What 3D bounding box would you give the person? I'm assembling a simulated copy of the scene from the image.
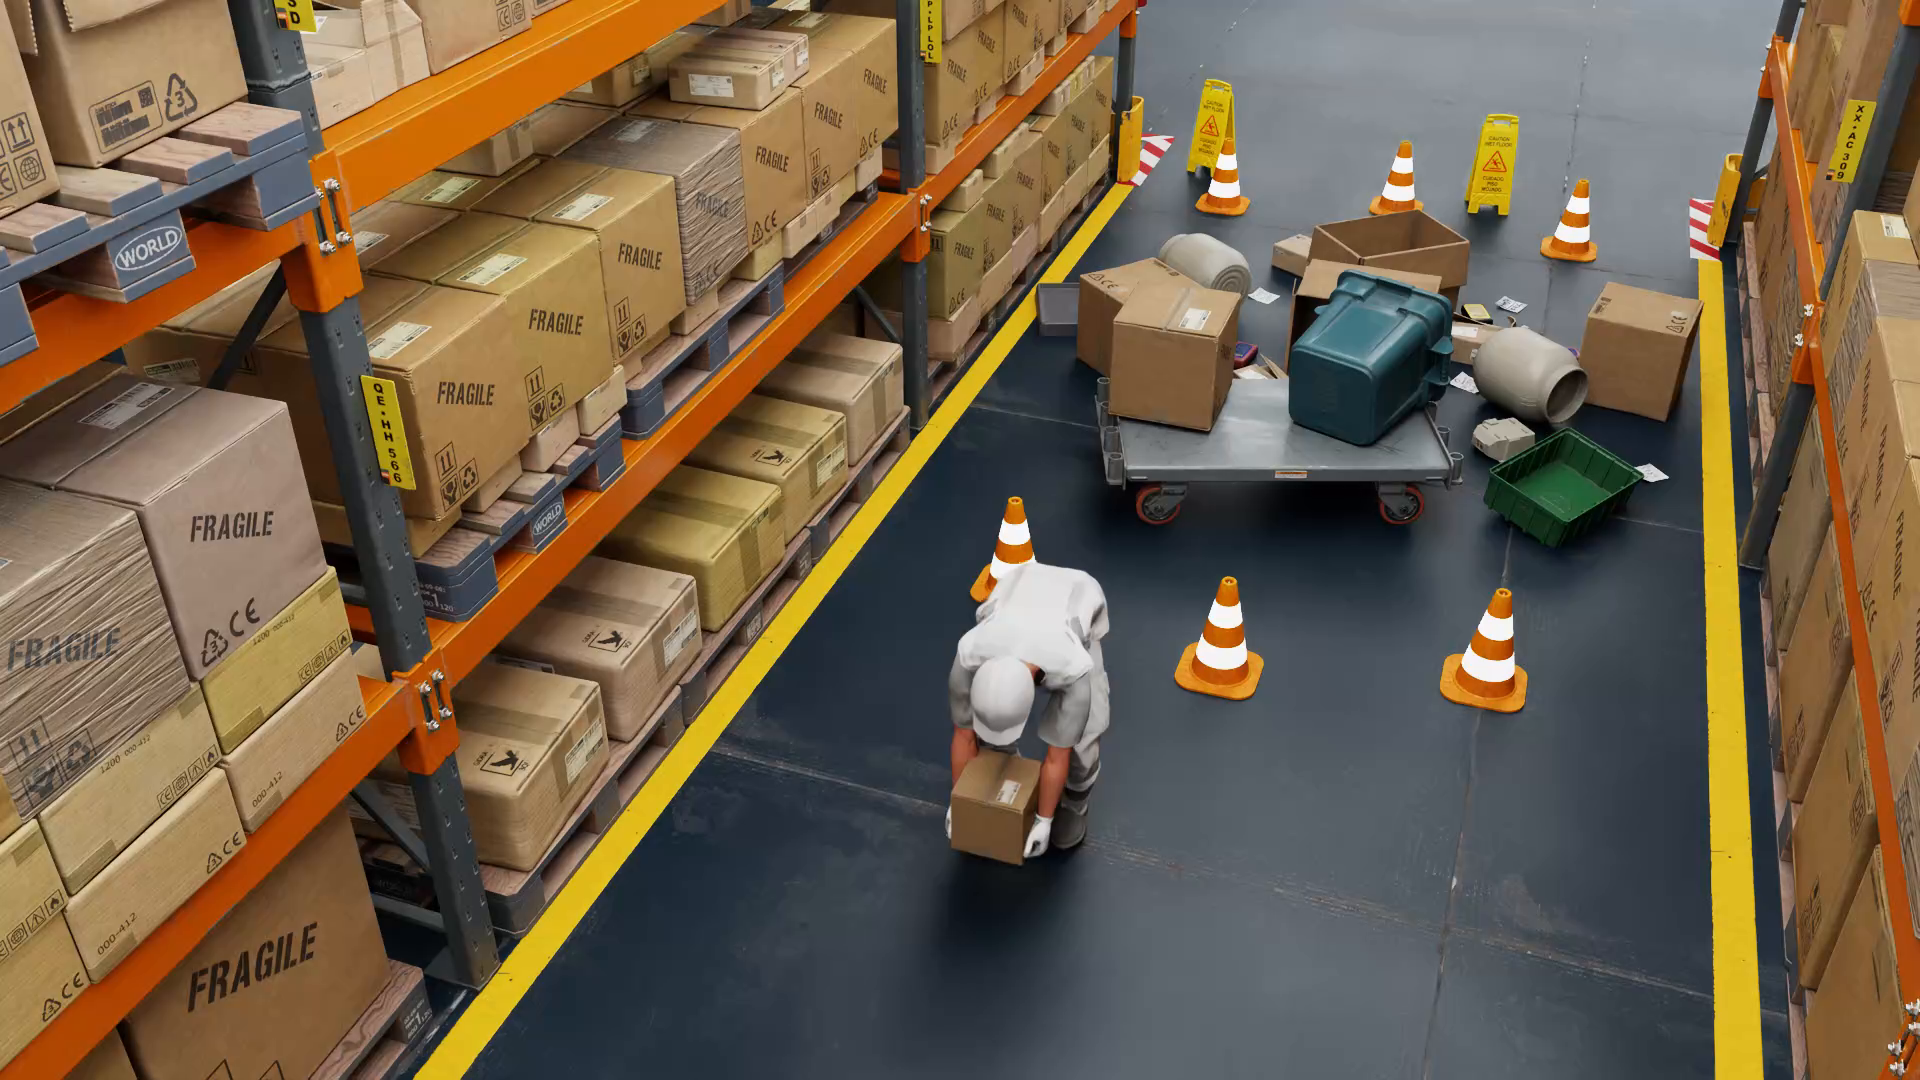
[{"bbox_3d":[0.234,0.658,5.721,0.520,1.113,0.953,9,34,14],"label":"person"}]
